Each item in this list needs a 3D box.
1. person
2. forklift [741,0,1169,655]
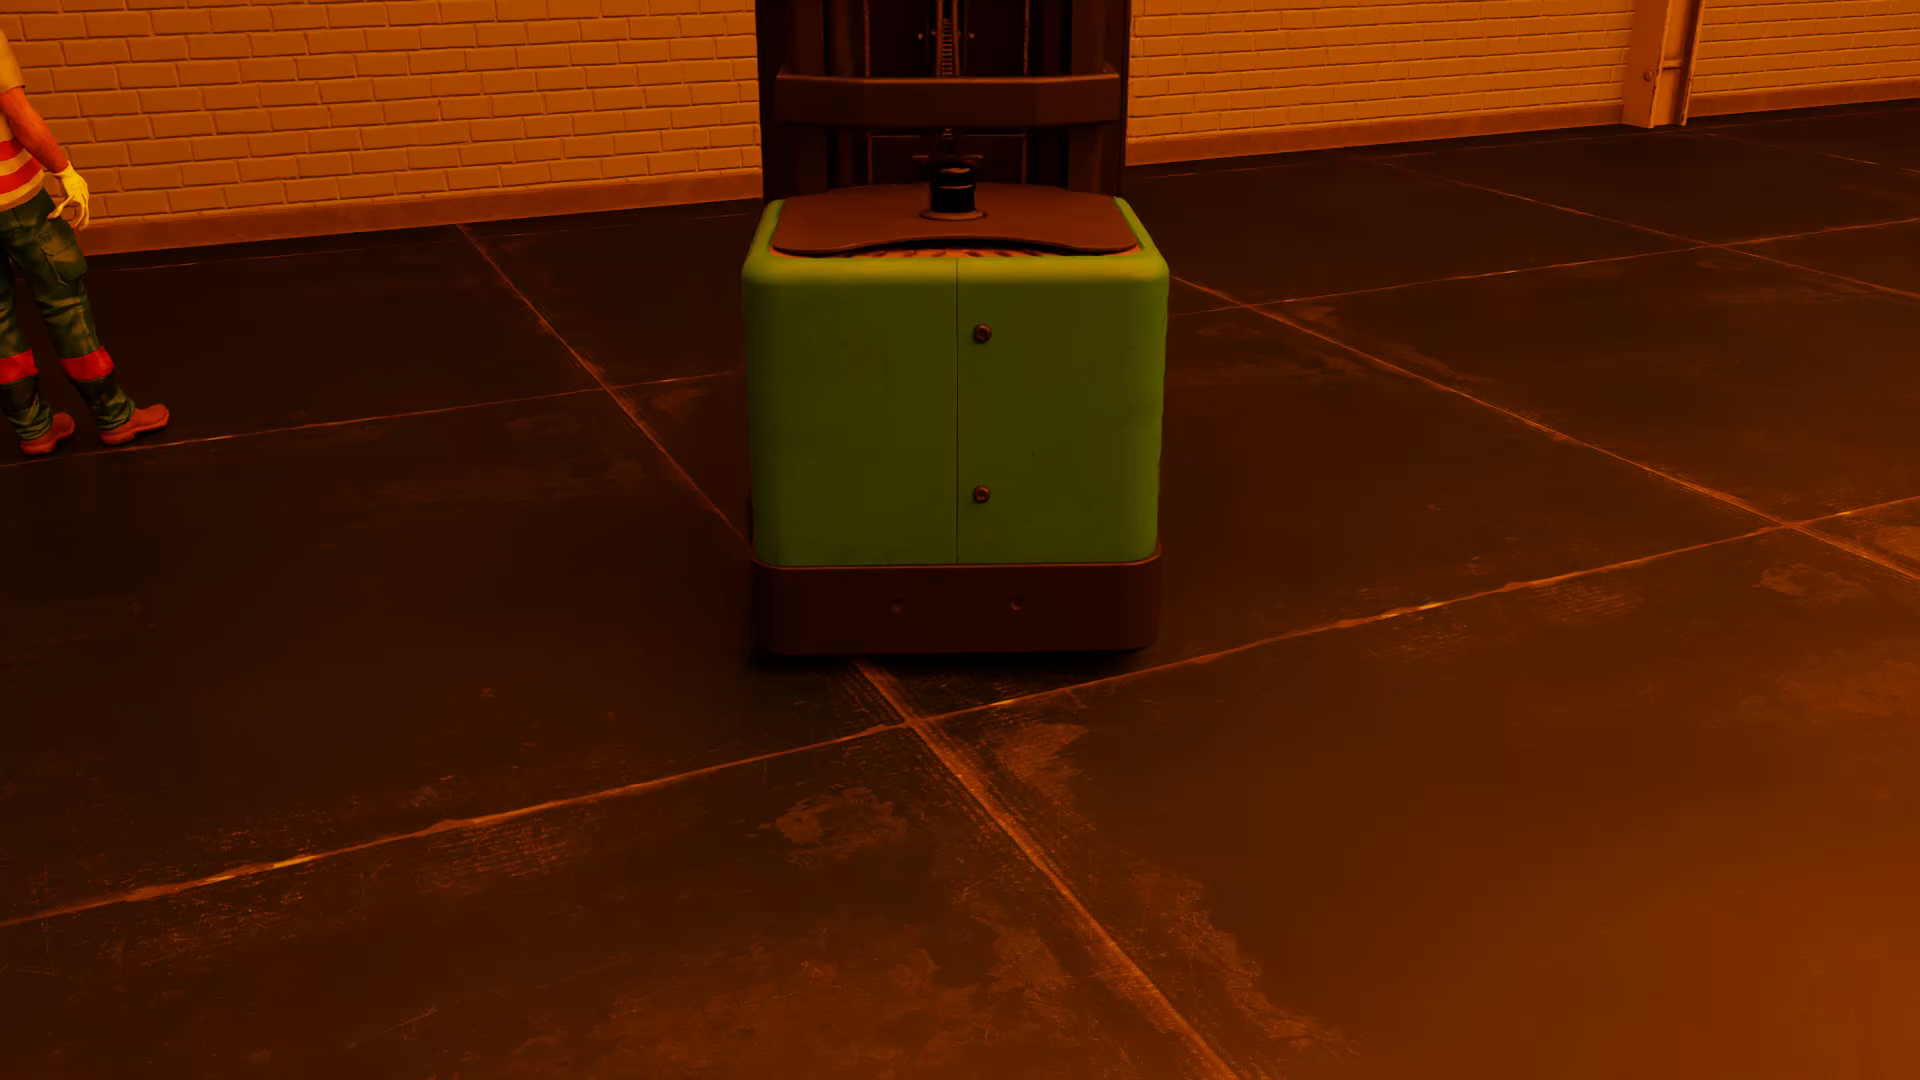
[{"bbox_3d":[-3.215,-1.171,5.574,0.638,1.786,0.566,2,23,4],"label":"person"},{"bbox_3d":[-0.057,-1.580,5.090,1.130,2.935,3.031,-1,23,-2],"label":"forklift"}]
